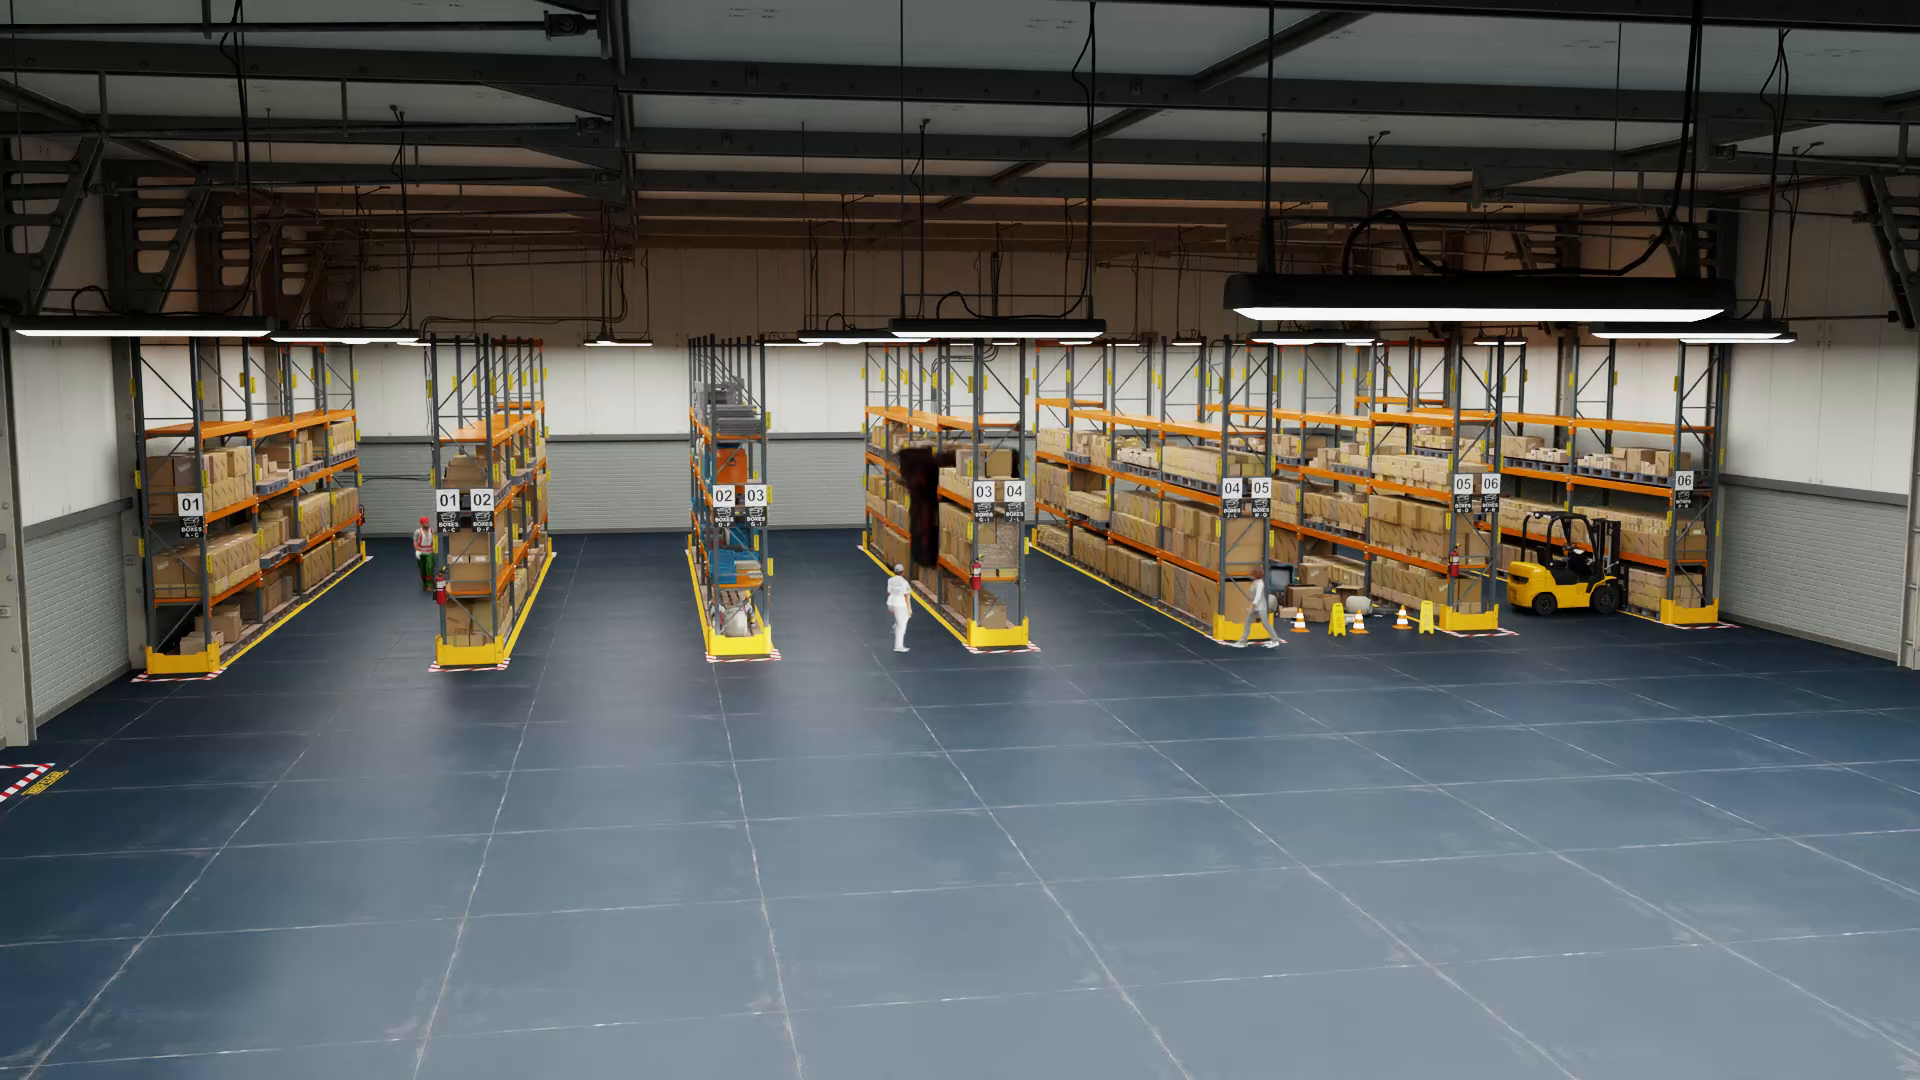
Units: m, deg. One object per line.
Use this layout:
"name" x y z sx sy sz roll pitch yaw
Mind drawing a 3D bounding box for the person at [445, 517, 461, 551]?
"person" -13.553 -0.230 44.702 0.596 1.678 0.976 0 7 1

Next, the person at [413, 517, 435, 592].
"person" -12.711 0.322 39.442 0.474 1.743 0.975 -1 7 -12

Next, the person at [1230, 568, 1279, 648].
"person" 5.665 1.298 31.774 0.949 1.544 0.388 -2 7 -21

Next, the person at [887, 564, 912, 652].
"person" -1.090 1.281 31.701 0.573 1.666 0.548 -4 8 -33
